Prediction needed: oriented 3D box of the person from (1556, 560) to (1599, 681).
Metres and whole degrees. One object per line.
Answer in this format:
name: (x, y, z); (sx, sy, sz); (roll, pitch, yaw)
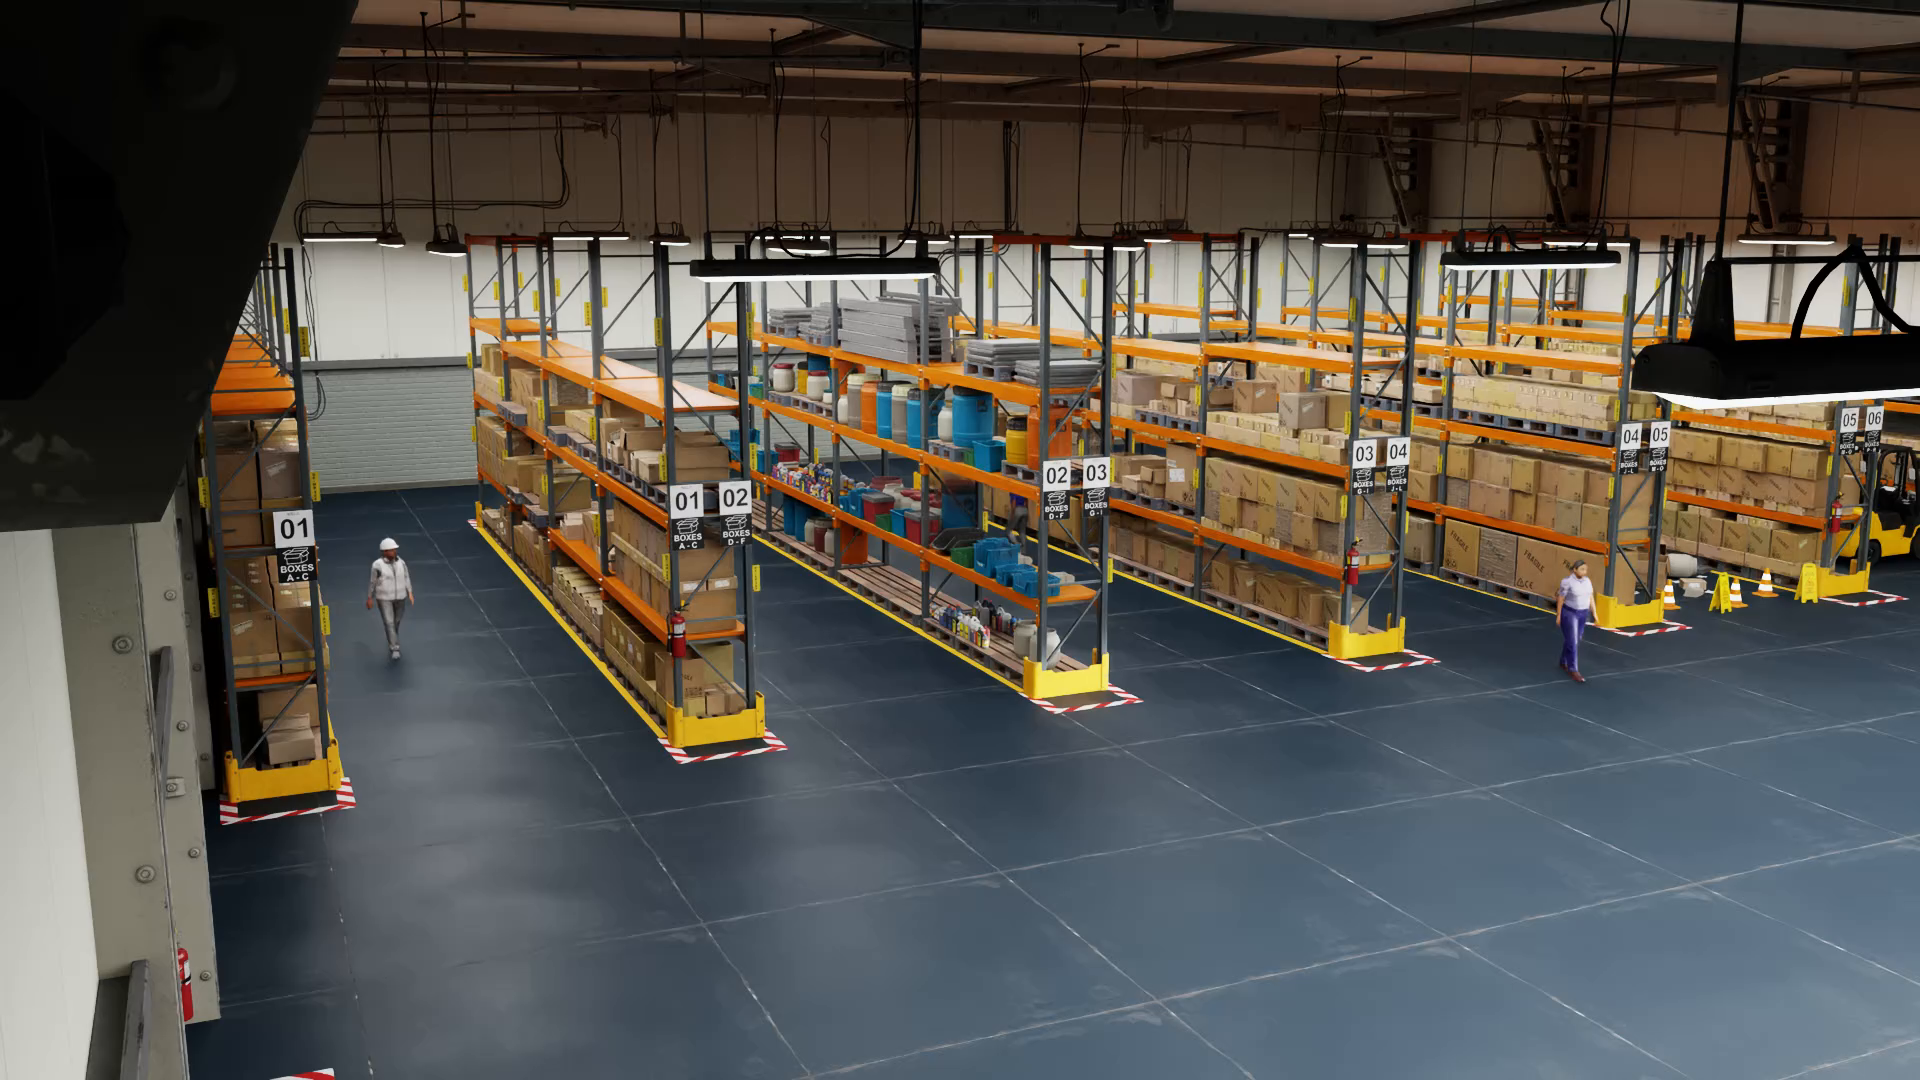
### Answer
person: (8.633, 1.083, 23.218); (0.516, 1.646, 0.679); (-4, 12, -22)

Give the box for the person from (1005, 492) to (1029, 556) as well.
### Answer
person: (1.090, -0.462, 31.243); (0.365, 1.689, 0.501); (10, 15, 41)

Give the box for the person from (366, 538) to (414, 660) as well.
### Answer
person: (-8.305, 0.824, 24.271); (0.622, 1.710, 1.084); (-9, 14, -38)
